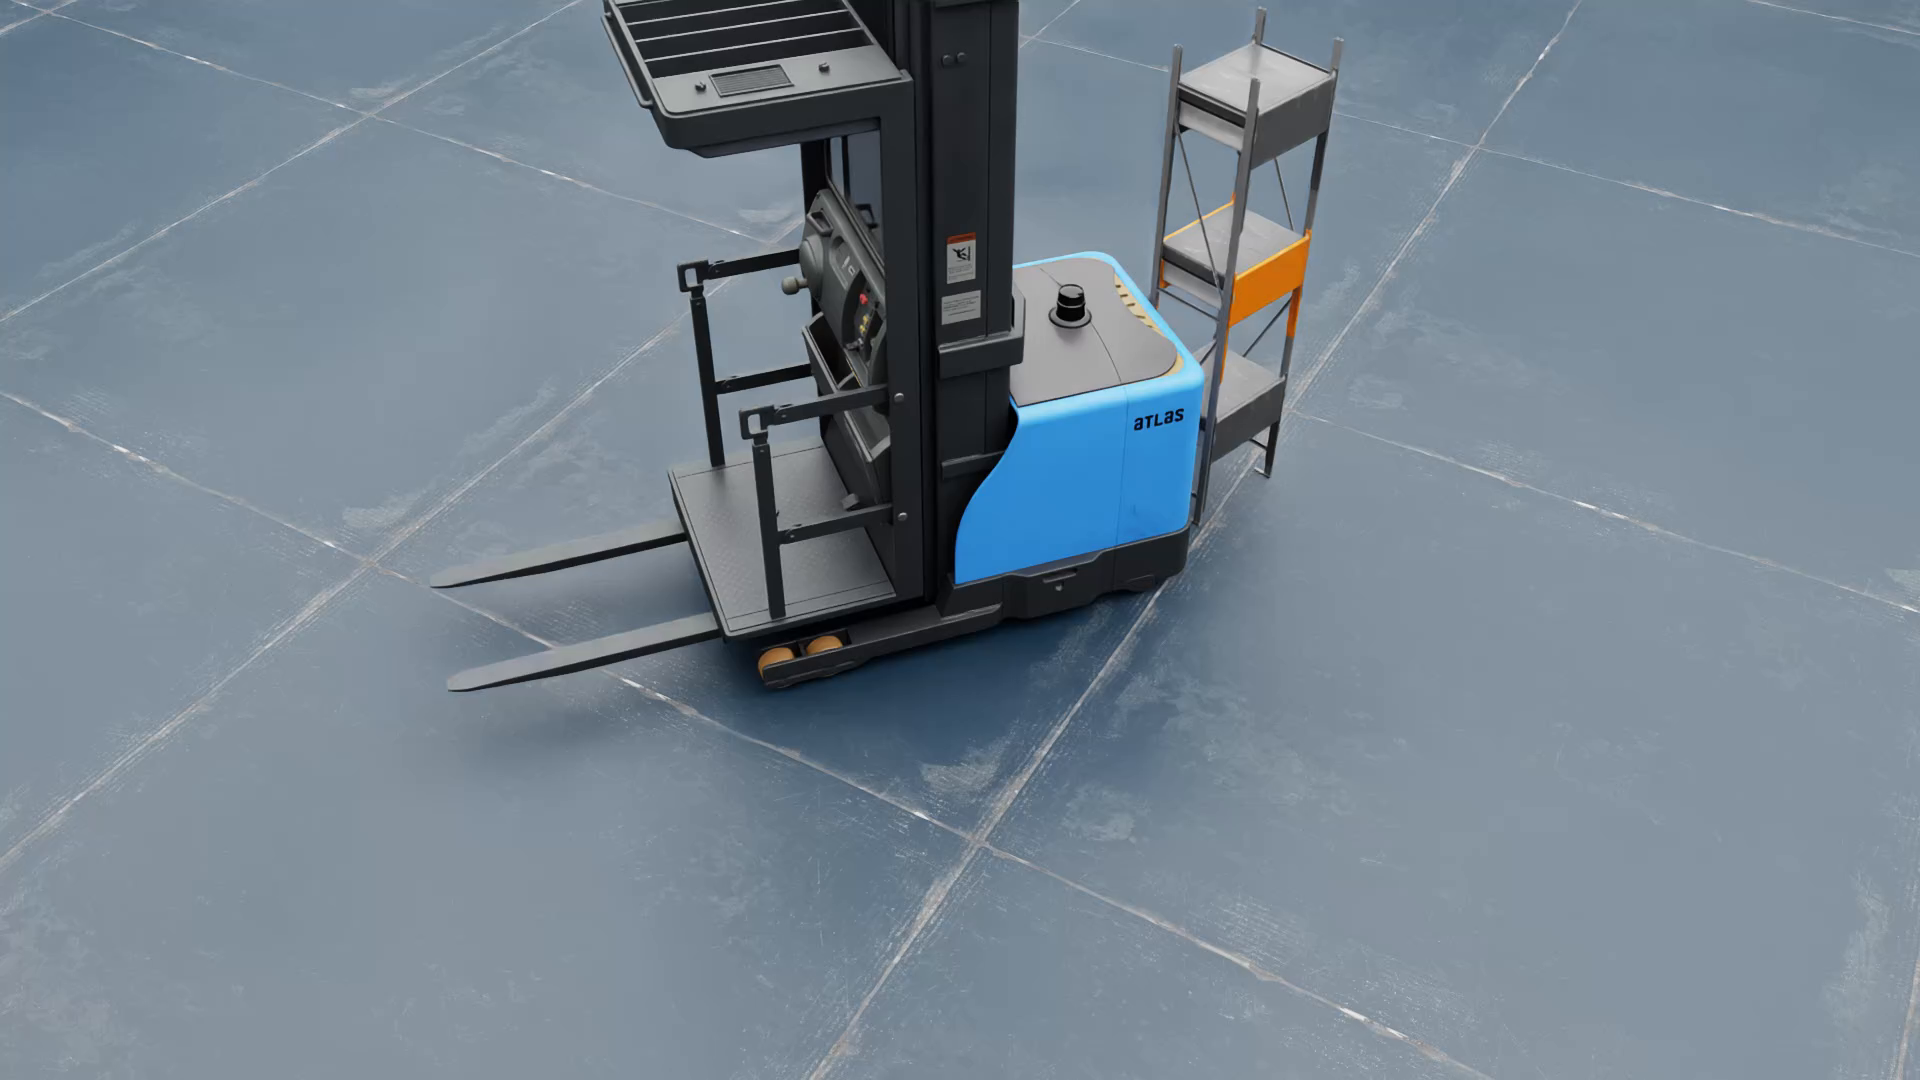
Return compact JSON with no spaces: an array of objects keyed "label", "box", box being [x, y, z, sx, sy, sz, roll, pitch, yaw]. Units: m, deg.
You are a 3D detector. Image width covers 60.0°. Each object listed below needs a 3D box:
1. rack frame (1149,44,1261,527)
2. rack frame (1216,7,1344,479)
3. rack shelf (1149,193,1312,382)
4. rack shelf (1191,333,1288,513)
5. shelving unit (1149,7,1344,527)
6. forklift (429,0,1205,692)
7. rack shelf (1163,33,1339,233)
[{"label":"rack frame","box":[0.926,-0.946,6.731,0.015,2.100,0.400,-32,51,-31]},{"label":"rack frame","box":[1.281,-1.166,6.983,0.015,2.100,0.400,-32,51,-31]},{"label":"rack shelf","box":[1.103,-1.046,6.866,0.480,0.518,0.431,-32,51,-31]},{"label":"rack shelf","box":[1.099,-0.521,7.329,0.480,0.518,0.431,-32,51,-31]},{"label":"shelving unit","box":[1.103,-1.056,6.857,0.503,2.100,0.431,-32,51,-31]},{"label":"forklift","box":[-0.616,-0.907,6.063,3.031,2.935,1.130,-13,43,-15]},{"label":"rack shelf","box":[1.107,-1.571,6.403,0.480,0.518,0.431,-32,51,-31]}]
